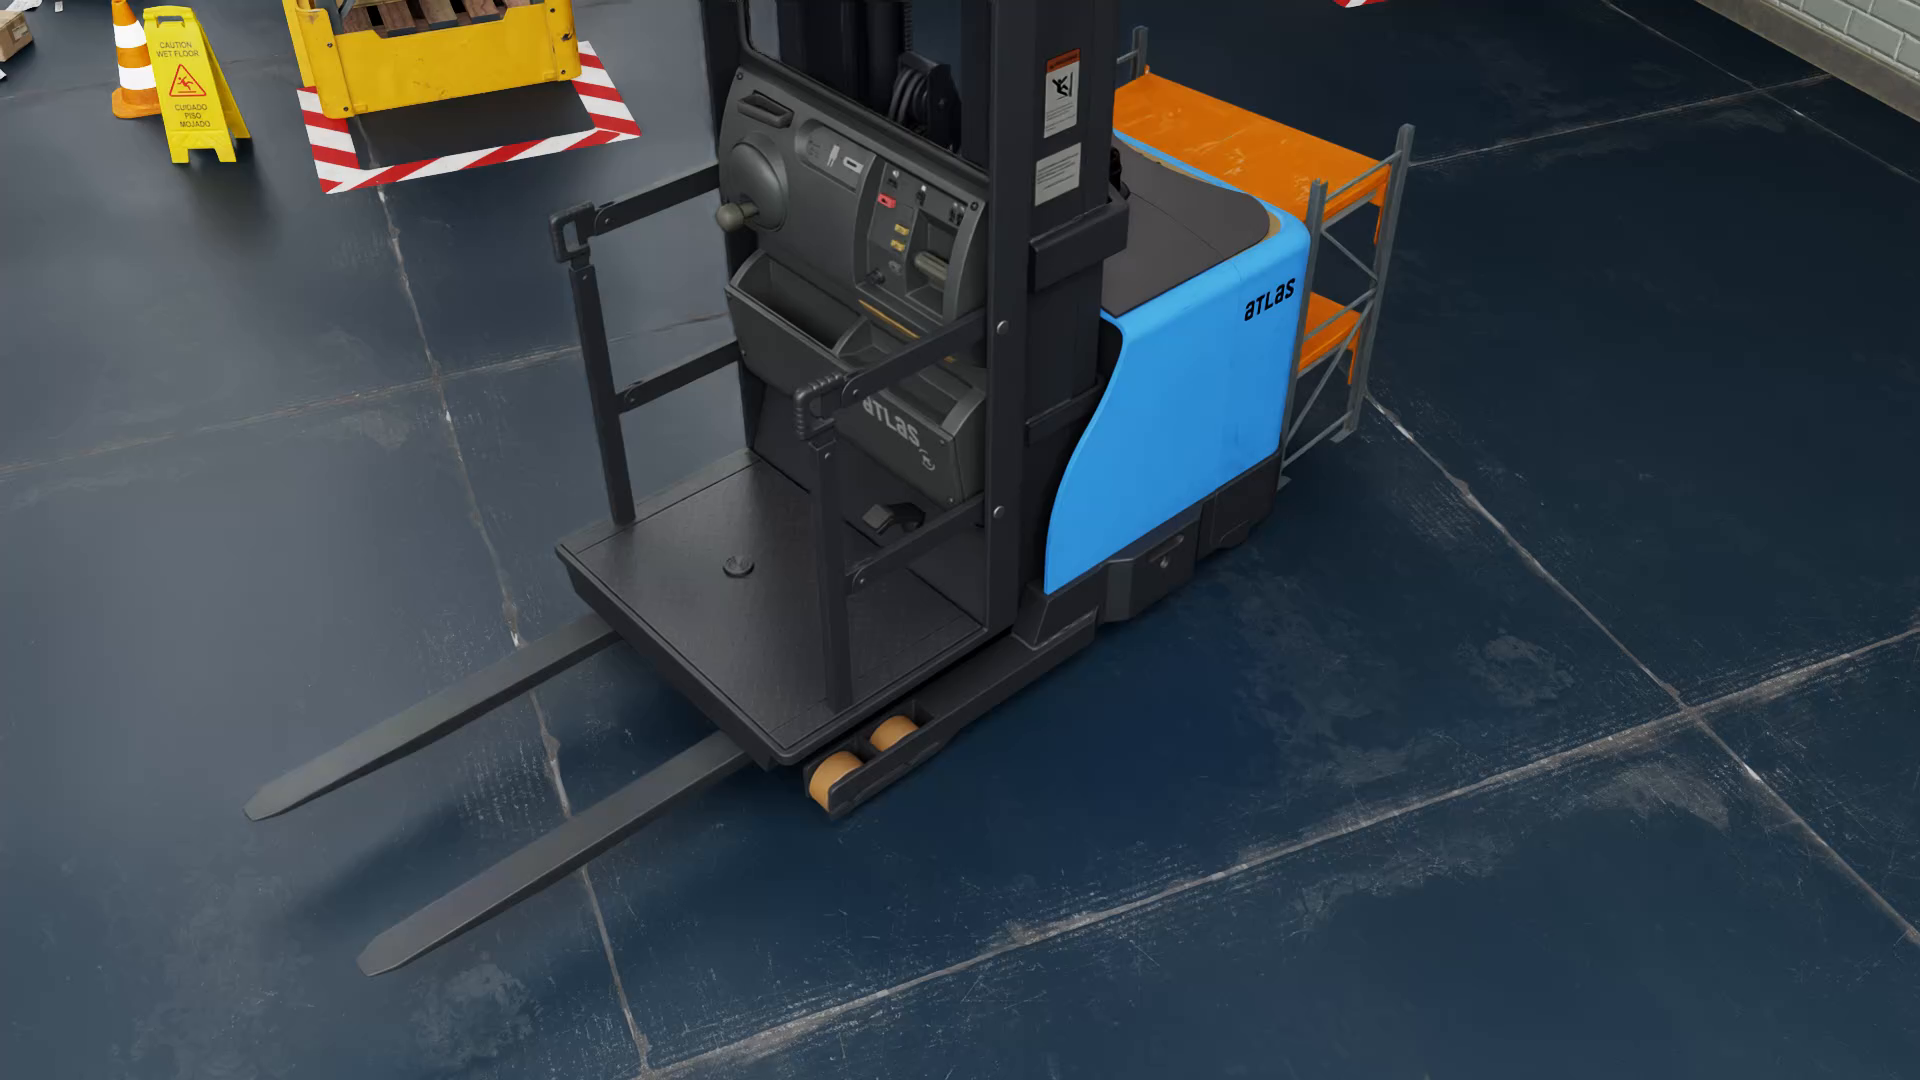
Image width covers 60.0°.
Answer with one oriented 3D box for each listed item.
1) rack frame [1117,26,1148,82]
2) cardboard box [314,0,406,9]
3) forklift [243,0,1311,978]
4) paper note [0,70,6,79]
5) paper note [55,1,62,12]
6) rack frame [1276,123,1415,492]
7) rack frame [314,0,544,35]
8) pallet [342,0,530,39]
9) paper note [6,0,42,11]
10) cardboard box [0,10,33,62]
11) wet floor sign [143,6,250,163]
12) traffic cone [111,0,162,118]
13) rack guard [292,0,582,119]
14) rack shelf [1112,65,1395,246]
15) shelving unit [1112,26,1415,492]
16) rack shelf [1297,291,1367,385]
[{"bbox_3d":[0.439,-1.152,5.727,0.032,1.125,0.500,32,50,32],"label":"rack frame"},{"bbox_3d":[-2.896,-2.763,7.949,0.500,0.250,0.500,-15,43,-17],"label":"cardboard box"},{"bbox_3d":[-0.436,-0.773,3.901,3.031,2.935,1.130,-30,49,-30],"label":"forklift"},{"bbox_3d":[-4.530,-2.159,7.737,0.148,0.019,0.142,-31,49,-31],"label":"paper note"},{"bbox_3d":[-4.532,-2.683,8.363,0.032,0.001,0.123,-15,43,-17],"label":"paper note"},{"bbox_3d":[1.176,-0.695,5.196,0.032,1.125,0.500,32,50,32],"label":"rack frame"},{"bbox_3d":[-2.329,-3.212,6.685,1.000,3.000,0.127,-15,43,-17],"label":"rack frame"},{"bbox_3d":[-2.637,-2.699,8.226,1.003,0.211,1.213,-15,43,-17],"label":"pallet"},{"bbox_3d":[-4.717,-2.704,8.380,0.148,0.019,0.142,-2,41,-2],"label":"paper note"},{"bbox_3d":[-4.697,-2.416,7.946,0.380,0.149,0.250,5,41,6],"label":"cardboard box"},{"bbox_3d":[-3.245,-1.938,7.009,0.267,0.644,0.232,-2,41,-2],"label":"wet floor sign"},{"bbox_3d":[-3.686,-2.187,7.439,0.336,0.463,0.334,-15,43,-17],"label":"traffic cone"},{"bbox_3d":[-2.358,-2.310,7.553,1.175,0.500,0.348,-15,43,-17],"label":"rack guard"},{"bbox_3d":[0.807,-1.146,5.271,1.000,0.278,0.538,32,50,32],"label":"rack shelf"},{"bbox_3d":[0.807,-0.924,5.462,1.048,1.125,0.538,32,50,32],"label":"shelving unit"},{"bbox_3d":[0.807,-0.739,5.621,1.000,0.278,0.538,32,50,32],"label":"rack shelf"}]
